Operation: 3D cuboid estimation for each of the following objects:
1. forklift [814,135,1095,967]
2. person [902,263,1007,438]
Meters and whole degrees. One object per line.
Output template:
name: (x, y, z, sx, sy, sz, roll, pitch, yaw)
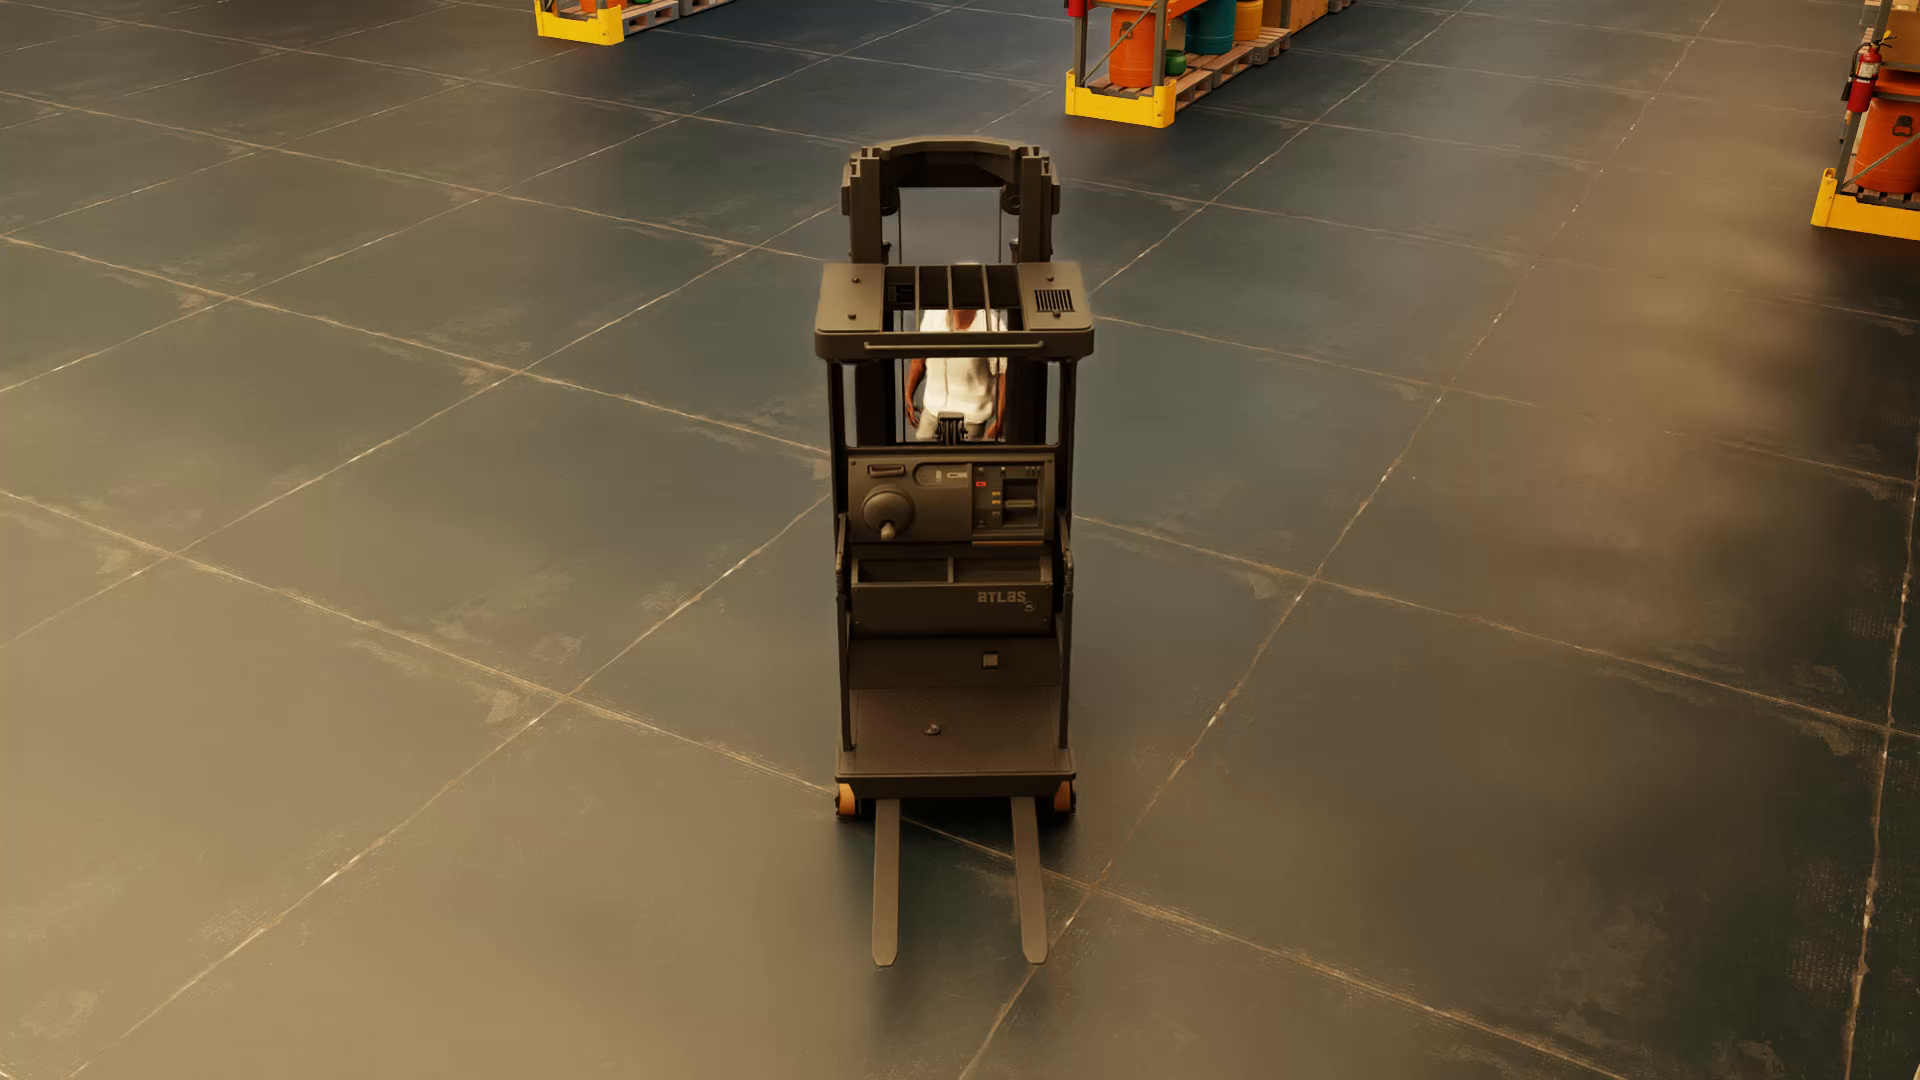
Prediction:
forklift: (-0.030, -0.141, 7.315, 1.130, 2.935, 3.031, -1, 30, -1)
person: (-0.061, -0.706, 9.482, 0.691, 1.755, 0.566, 17, 34, 27)
